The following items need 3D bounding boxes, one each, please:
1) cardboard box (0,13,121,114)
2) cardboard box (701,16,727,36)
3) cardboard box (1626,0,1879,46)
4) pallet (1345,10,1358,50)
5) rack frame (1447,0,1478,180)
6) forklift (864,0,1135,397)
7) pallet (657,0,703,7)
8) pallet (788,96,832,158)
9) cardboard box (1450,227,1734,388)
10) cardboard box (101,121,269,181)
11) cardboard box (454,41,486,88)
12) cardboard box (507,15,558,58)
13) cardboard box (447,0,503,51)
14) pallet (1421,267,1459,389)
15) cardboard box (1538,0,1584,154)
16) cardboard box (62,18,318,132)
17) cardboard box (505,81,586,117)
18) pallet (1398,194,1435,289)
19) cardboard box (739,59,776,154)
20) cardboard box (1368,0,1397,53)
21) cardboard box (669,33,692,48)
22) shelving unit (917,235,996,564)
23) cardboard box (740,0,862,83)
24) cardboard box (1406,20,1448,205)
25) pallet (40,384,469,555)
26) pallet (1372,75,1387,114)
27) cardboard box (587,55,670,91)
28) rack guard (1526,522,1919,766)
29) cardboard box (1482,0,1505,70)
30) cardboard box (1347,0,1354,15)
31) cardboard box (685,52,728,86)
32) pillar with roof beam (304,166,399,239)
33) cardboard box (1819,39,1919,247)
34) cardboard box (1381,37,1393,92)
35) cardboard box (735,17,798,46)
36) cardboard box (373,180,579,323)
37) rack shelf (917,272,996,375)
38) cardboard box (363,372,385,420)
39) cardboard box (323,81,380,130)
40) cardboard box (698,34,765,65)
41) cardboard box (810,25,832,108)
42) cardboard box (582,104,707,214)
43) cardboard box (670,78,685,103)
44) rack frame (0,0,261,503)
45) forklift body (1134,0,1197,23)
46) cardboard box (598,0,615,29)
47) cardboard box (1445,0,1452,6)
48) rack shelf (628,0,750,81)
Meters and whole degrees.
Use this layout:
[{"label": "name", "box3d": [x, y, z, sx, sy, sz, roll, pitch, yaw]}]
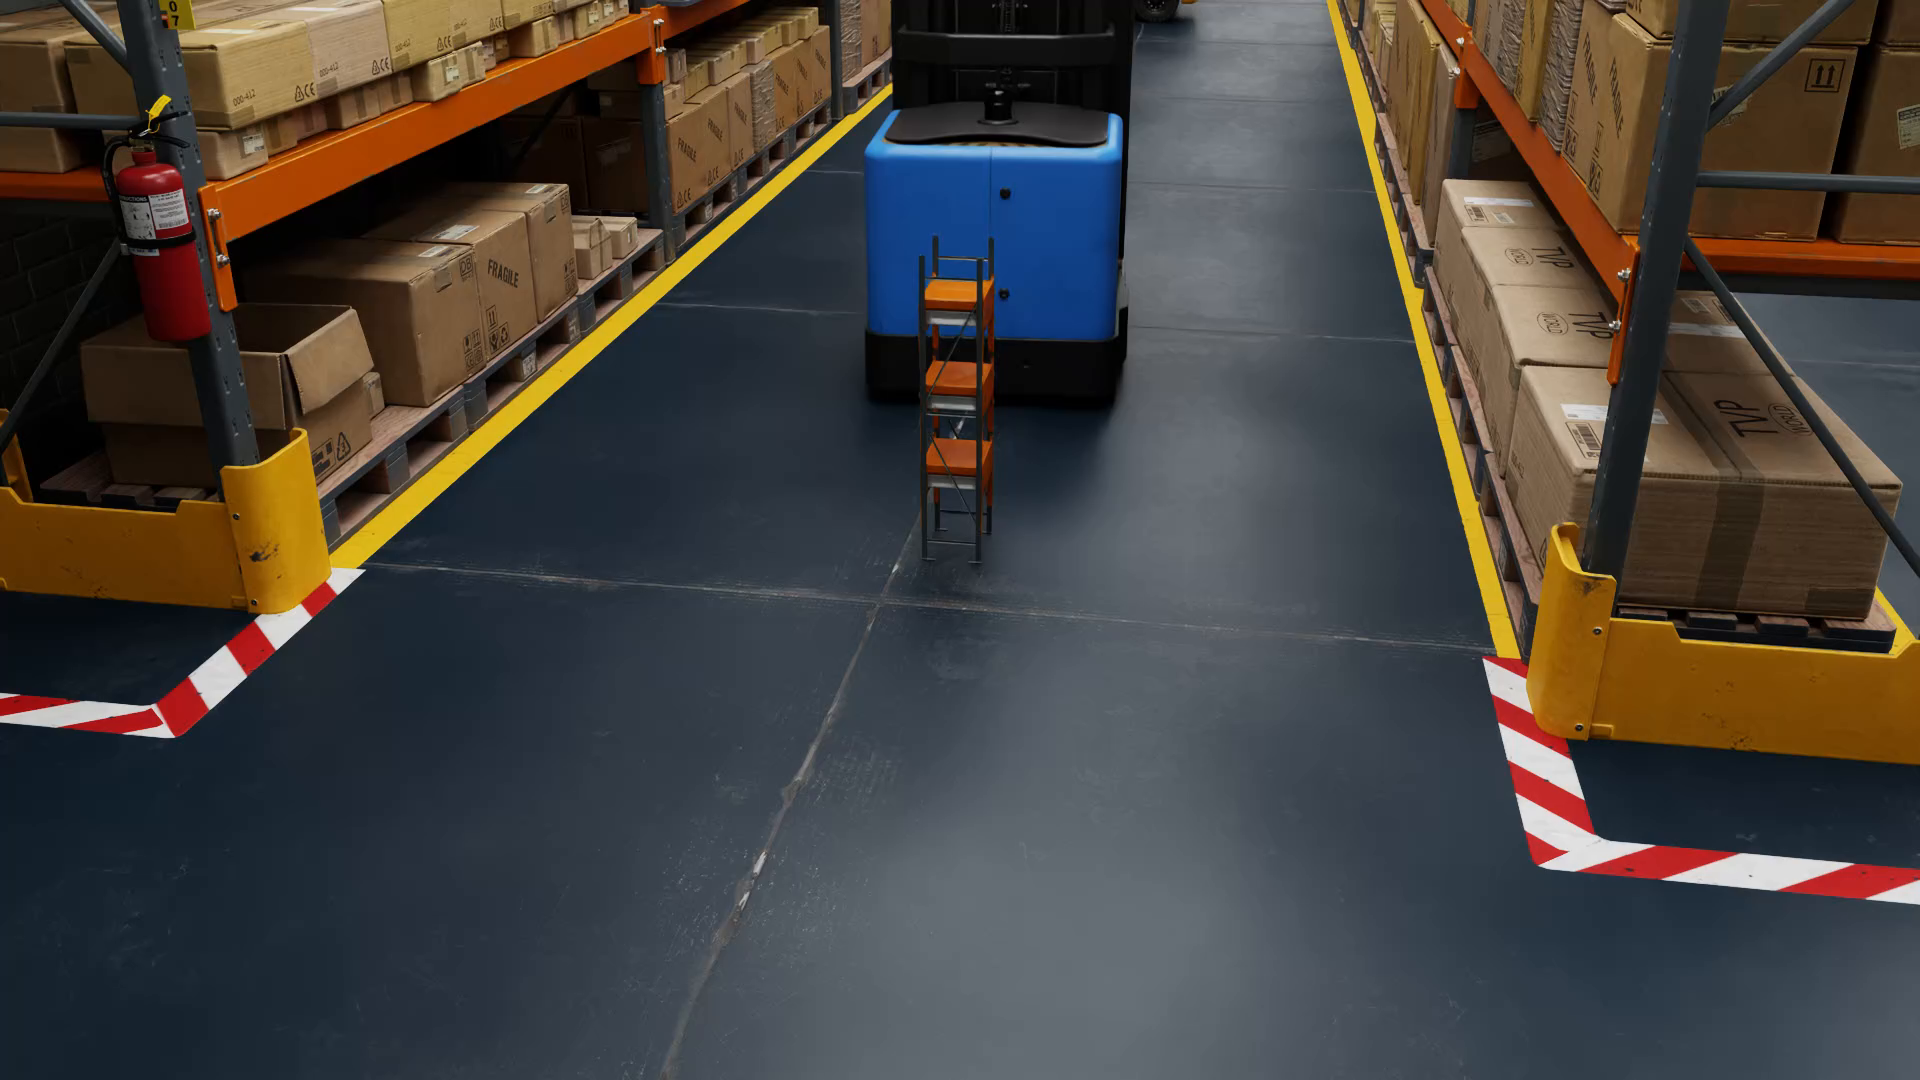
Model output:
[{"label": "cardboard box", "box3d": [-2.874, -1.477, 5.193, 0.500, 0.250, 0.500, 5, 26, 10]}, {"label": "cardboard box", "box3d": [-1.804, -3.482, 11.338, 0.380, 0.149, 0.250, 4, 25, 9]}, {"label": "cardboard box", "box3d": [2.054, -1.573, 4.275, 0.500, 0.500, 0.500, 5, 26, 10]}, {"label": "pallet", "box3d": [4.247, -4.896, 15.961, 1.003, 0.211, 1.213, 4, 25, 9]}, {"label": "rack frame", "box3d": [2.864, -2.530, 7.617, 1.000, 3.000, 0.127, 4, 25, 9]}, {"label": "forklift", "box3d": [0.258, -2.506, 7.646, 1.130, 2.935, 3.031, 2, 25, 5]}, {"label": "pallet", "box3d": [-1.795, -3.112, 9.087, 1.003, 0.211, 1.213, 4, 25, 9]}, {"label": "pallet", "box3d": [-1.539, -2.973, 11.852, 1.003, 0.211, 1.213, 4, 25, 9]}, {"label": "cardboard box", "box3d": [2.510, -0.930, 6.726, 0.875, 0.438, 0.875, 3, 25, 7]}, {"label": "cardboard box", "box3d": [-2.363, -1.204, 5.080, 0.380, 0.149, 0.250, 4, 25, 8]}, {"label": "cardboard box", "box3d": [-2.080, -1.851, 6.462, 0.380, 0.149, 0.250, 5, 25, 10]}, {"label": "cardboard box", "box3d": [-1.960, -2.170, 7.145, 0.380, 0.149, 0.250, 4, 25, 8]}, {"label": "cardboard box", "box3d": [-2.123, -2.076, 6.472, 0.500, 0.250, 0.500, 3, 25, 7]}, {"label": "pallet", "box3d": [2.663, -0.954, 7.540, 1.003, 0.211, 1.213, 4, 25, 9]}, {"label": "cardboard box", "box3d": [2.200, -1.547, 5.399, 0.500, 0.500, 0.500, 5, 26, 10]}, {"label": "cardboard box", "box3d": [-2.347, -1.437, 5.108, 0.500, 0.250, 0.500, 4, 25, 9]}, {"label": "cardboard box", "box3d": [-2.258, -2.398, 9.023, 0.380, 0.149, 0.250, 3, 25, 6]}, {"label": "pallet", "box3d": [2.916, -1.595, 8.908, 1.003, 0.211, 1.213, 4, 25, 9]}, {"label": "cardboard box", "box3d": [-1.478, -2.765, 10.573, 0.500, 0.500, 0.500, 3, 25, 7]}, {"label": "cardboard box", "box3d": [3.974, -4.355, 14.121, 0.950, 0.372, 0.625, 6, 26, 12]}, {"label": "cardboard box", "box3d": [-1.931, -3.156, 10.642, 0.380, 0.149, 0.250, 4, 25, 9]}, {"label": "shelving unit", "box3d": [-0.009, -0.453, 5.480, 0.215, 1.050, 0.252, 4, 25, 9]}, {"label": "cardboard box", "box3d": [-1.264, -3.920, 12.892, 0.875, 0.625, 0.625, 5, 26, 10]}, {"label": "cardboard box", "box3d": [3.027, -2.401, 9.352, 0.875, 0.875, 0.875, 5, 26, 10]}, {"label": "pallet", "box3d": [-2.545, -0.302, 6.146, 1.003, 0.211, 1.213, 4, 25, 9]}, {"label": "pallet", "box3d": [3.647, -3.267, 12.480, 1.003, 0.211, 1.213, 4, 25, 9]}, {"label": "cardboard box", "box3d": [-1.772, -2.495, 8.879, 0.380, 0.149, 0.250, 4, 25, 8]}, {"label": "rack guard", "box3d": [2.207, 0.285, 4.551, 1.175, 0.500, 0.348, 4, 25, 9]}, {"label": "cardboard box", "box3d": [2.443, -2.187, 6.766, 0.500, 0.500, 0.500, 4, 25, 9]}, {"label": "cardboard box", "box3d": [4.080, -5.310, 16.304, 0.500, 0.250, 0.500, 3, 25, 7]}, {"label": "cardboard box", "box3d": [-1.603, -2.803, 9.887, 0.380, 0.149, 0.250, 4, 25, 8]}, {"label": "pillar with roof beam", "box3d": [1.211, -5.062, 5.950, 9.100, 9.000, 0.400, 4, 25, 9]}, {"label": "cardboard box", "box3d": [2.572, -1.083, 4.408, 0.500, 0.500, 0.500, 4, 25, 8]}, {"label": "cardboard box", "box3d": [3.620, -3.439, 12.162, 0.950, 0.372, 0.625, 2, 25, 5]}, {"label": "cardboard box", "box3d": [-1.311, -3.450, 11.270, 0.380, 0.149, 0.250, 3, 25, 7]}, {"label": "cardboard box", "box3d": [-2.146, -1.296, 7.433, 0.700, 0.500, 0.500, 3, 25, 7]}, {"label": "rack shelf", "box3d": [-0.009, -0.701, 5.364, 0.215, 0.259, 0.240, 4, 25, 9]}, {"label": "cardboard box", "box3d": [-2.386, -0.523, 6.196, 0.380, 0.149, 0.250, 3, 25, 6]}, {"label": "cardboard box", "box3d": [-2.256, -1.527, 5.771, 0.380, 0.149, 0.250, 5, 26, 10]}, {"label": "cardboard box", "box3d": [-1.455, -3.120, 10.566, 0.380, 0.149, 0.250, 3, 25, 6]}, {"label": "cardboard box", "box3d": [-1.237, -3.412, 11.953, 0.500, 0.500, 0.500, 5, 26, 10]}, {"label": "cardboard box", "box3d": [-1.732, -2.117, 9.188, 0.500, 0.500, 0.500, 5, 26, 11]}, {"label": "cardboard box", "box3d": [-1.743, -2.477, 9.191, 0.380, 0.149, 0.250, 3, 25, 7]}, {"label": "rack frame", "box3d": [-2.687, -1.199, 4.774, 1.000, 3.000, 0.127, 4, 25, 9]}, {"label": "forklift body", "box3d": [1.418, -6.587, 17.286, 2.313, 2.155, 1.214, 4, 25, 9]}, {"label": "cardboard box", "box3d": [-1.857, -2.497, 7.843, 0.380, 0.149, 0.250, 5, 25, 10]}, {"label": "cardboard box", "box3d": [2.773, -2.880, 8.542, 0.500, 0.250, 0.500, 4, 25, 8]}, {"label": "rack shelf", "box3d": [-1.706, -3.383, 10.288, 1.077, 0.370, 4.000, 4, 25, 9]}]
